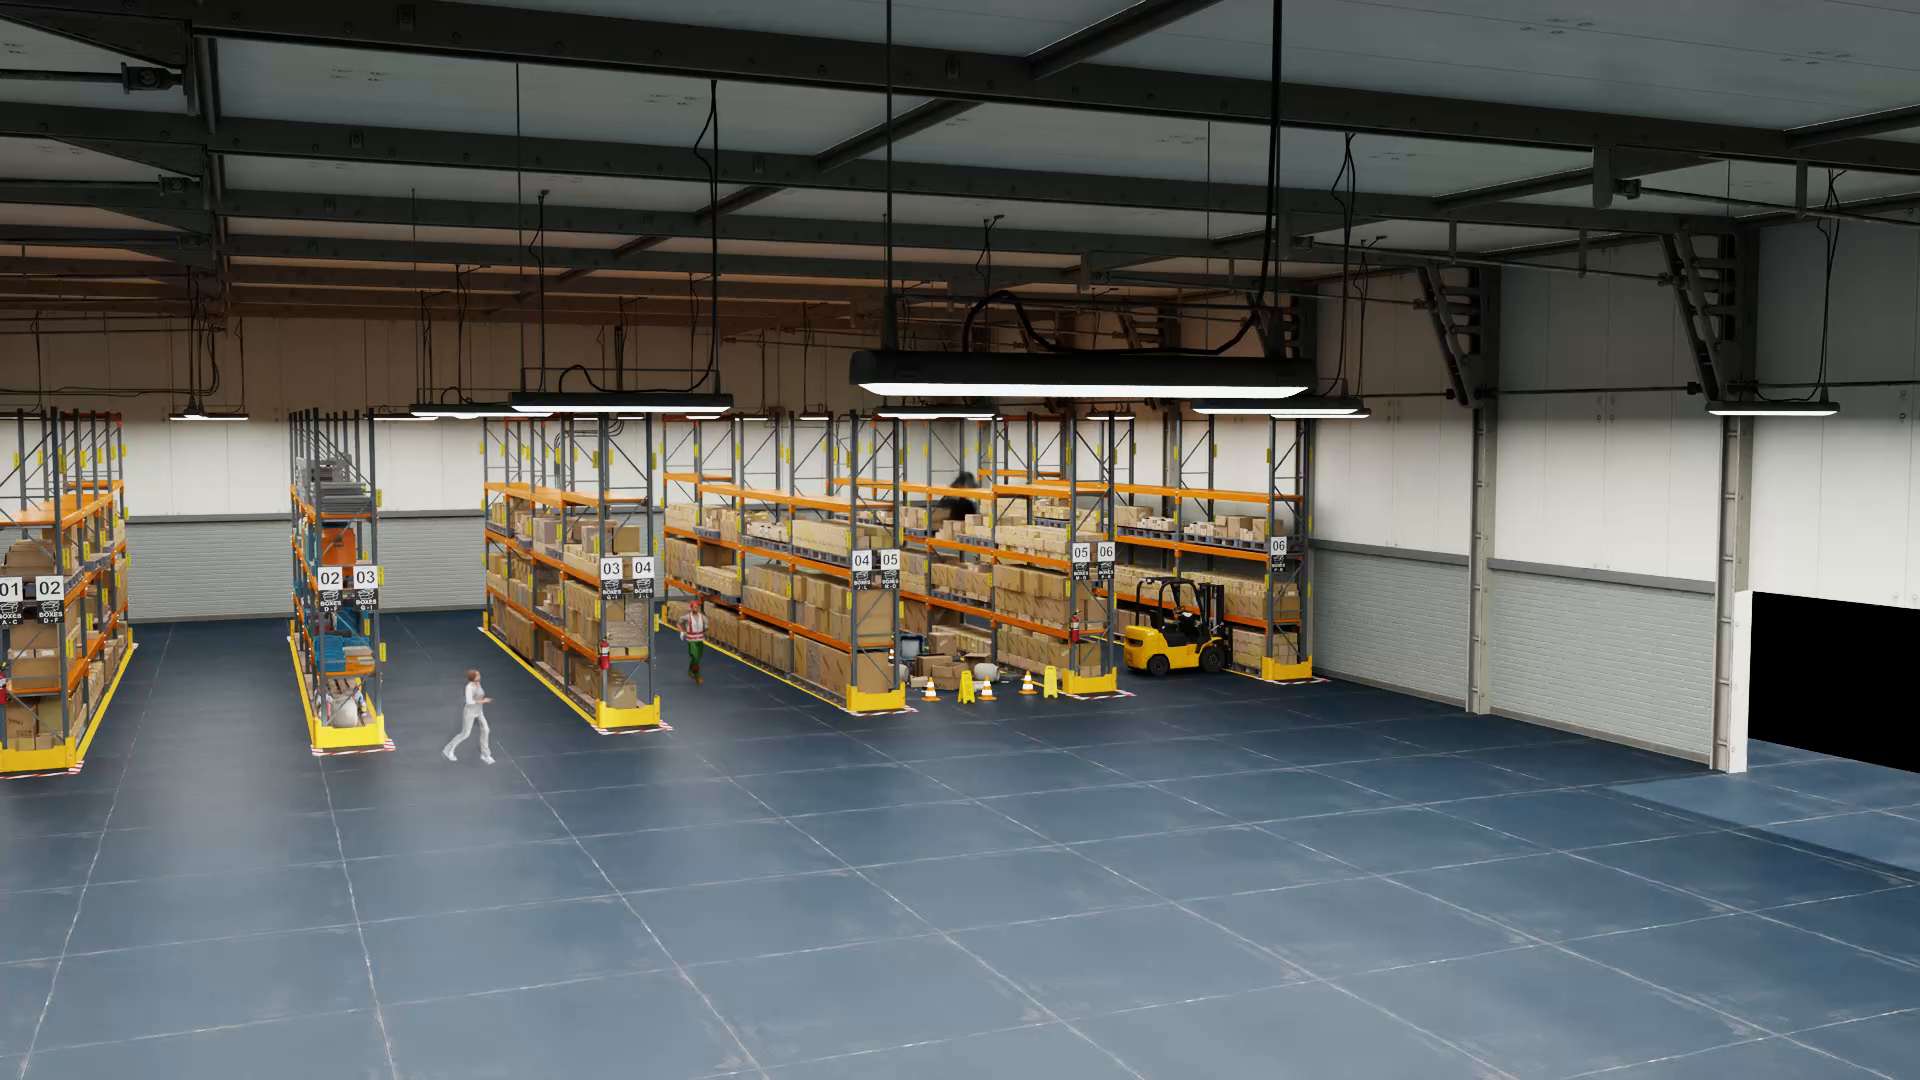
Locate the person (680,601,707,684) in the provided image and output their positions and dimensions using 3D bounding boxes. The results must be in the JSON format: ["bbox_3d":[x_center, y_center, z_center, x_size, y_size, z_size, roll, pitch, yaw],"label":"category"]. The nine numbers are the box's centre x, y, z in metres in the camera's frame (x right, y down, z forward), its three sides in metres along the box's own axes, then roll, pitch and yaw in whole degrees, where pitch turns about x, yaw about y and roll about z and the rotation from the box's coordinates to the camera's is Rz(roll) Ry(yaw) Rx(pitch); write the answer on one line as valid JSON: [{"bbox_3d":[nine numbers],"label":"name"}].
[{"bbox_3d":[-5.880,2.233,36.599,0.539,1.785,0.983,-3,5,-36],"label":"person"}]
